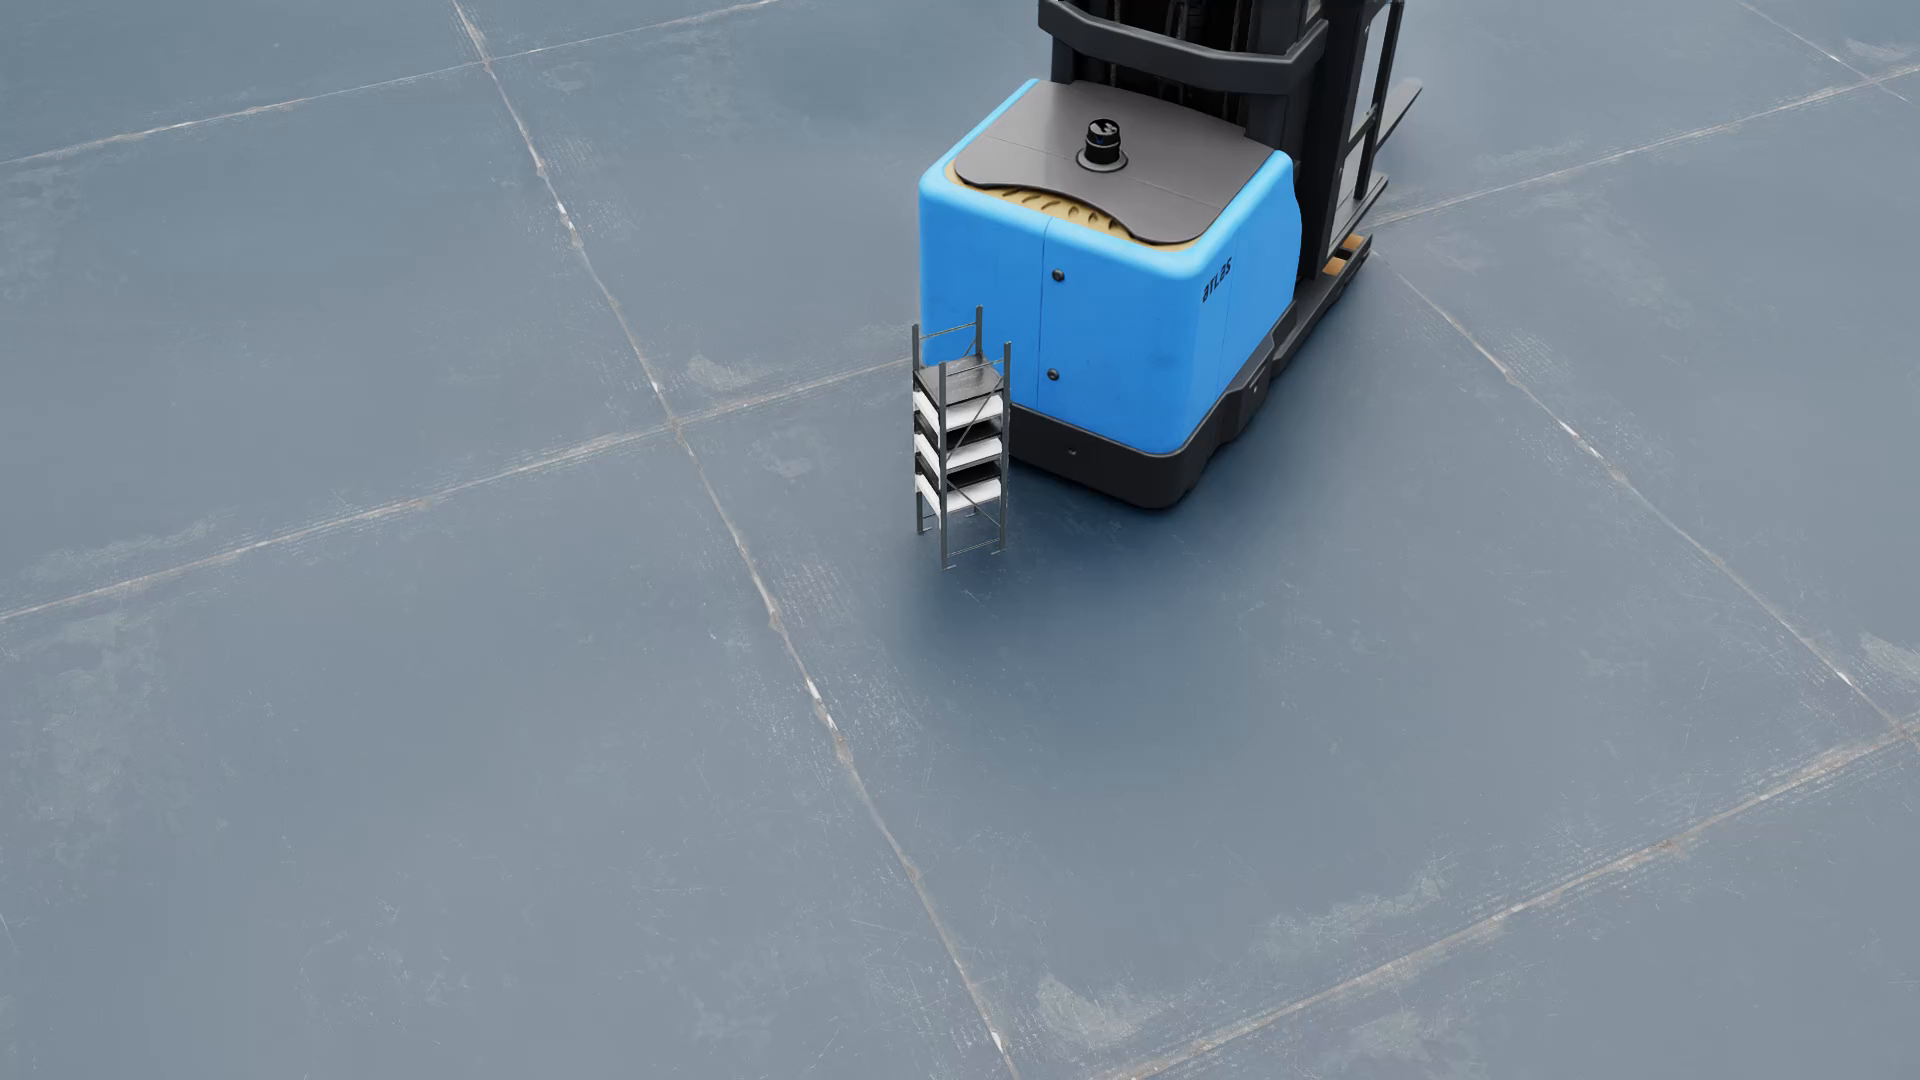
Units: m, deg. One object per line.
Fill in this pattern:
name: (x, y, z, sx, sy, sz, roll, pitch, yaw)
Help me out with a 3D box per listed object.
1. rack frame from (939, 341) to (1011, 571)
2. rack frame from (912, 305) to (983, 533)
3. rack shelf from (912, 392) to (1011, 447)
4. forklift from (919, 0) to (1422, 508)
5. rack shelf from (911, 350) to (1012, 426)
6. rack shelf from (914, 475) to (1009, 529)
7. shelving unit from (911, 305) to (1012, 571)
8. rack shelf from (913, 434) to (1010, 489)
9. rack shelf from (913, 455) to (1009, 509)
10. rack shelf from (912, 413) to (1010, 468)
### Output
rack frame: (0.046, -0.250, 5.363, 0.240, 0.900, 0.006, -18, 47, -17)
rack frame: (-0.039, -0.380, 5.494, 0.240, 0.900, 0.006, -18, 47, -17)
rack shelf: (0.003, -0.420, 5.326, 0.258, 0.077, 0.200, -18, 47, -17)
forklift: (1.035, -2.174, 5.867, 1.130, 2.935, 3.031, 23, 49, 21)
rack shelf: (0.003, -0.484, 5.262, 0.258, 0.077, 0.200, -18, 47, -17)
rack shelf: (0.003, -0.163, 5.579, 0.258, 0.077, 0.200, -18, 47, -17)
shelving unit: (0.003, -0.315, 5.429, 0.258, 0.900, 0.210, -18, 47, -17)
rack shelf: (0.003, -0.291, 5.452, 0.258, 0.077, 0.200, -18, 47, -17)
rack shelf: (0.003, -0.227, 5.515, 0.258, 0.077, 0.200, -18, 47, -17)
rack shelf: (0.003, -0.355, 5.389, 0.258, 0.077, 0.200, -18, 47, -17)
